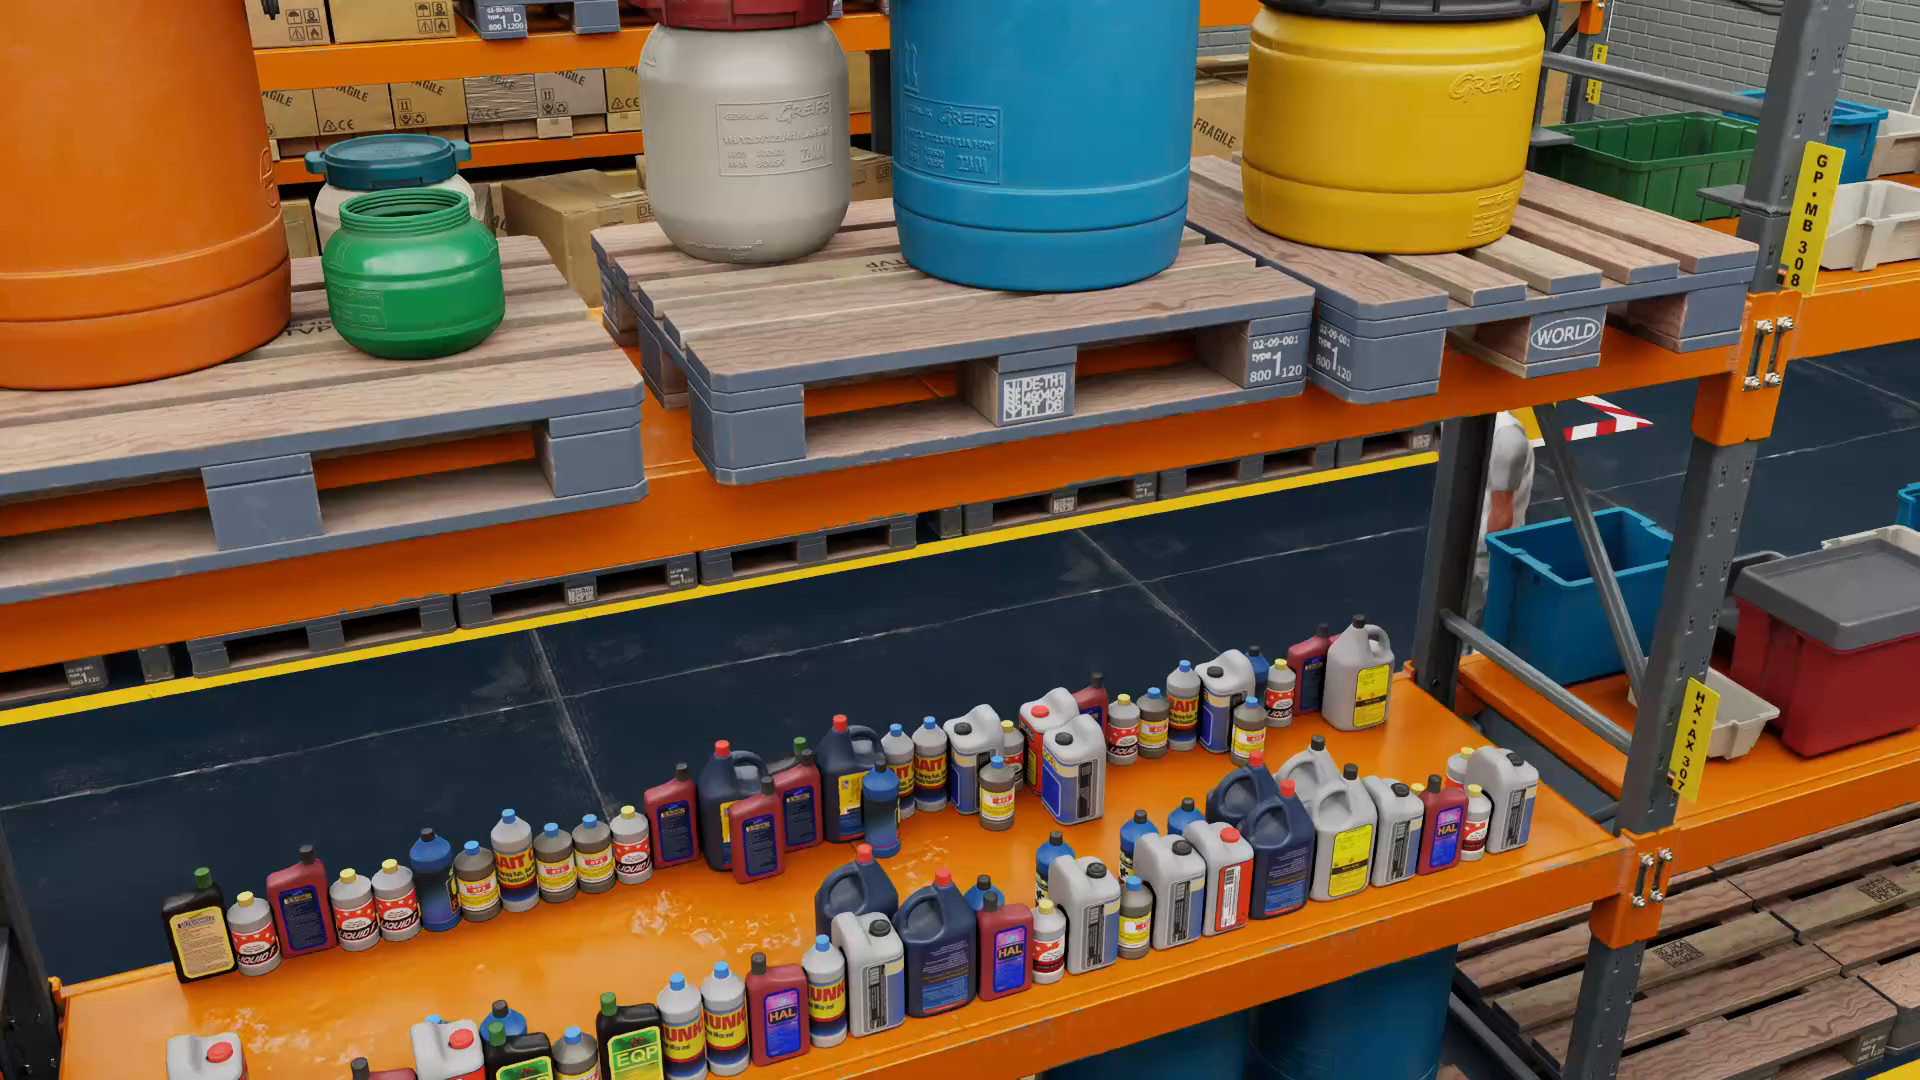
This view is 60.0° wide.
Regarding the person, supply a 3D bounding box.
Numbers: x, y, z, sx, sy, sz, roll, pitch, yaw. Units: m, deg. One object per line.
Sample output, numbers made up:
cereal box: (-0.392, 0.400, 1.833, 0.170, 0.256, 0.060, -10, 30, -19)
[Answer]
person: (2.239, -0.011, 7.054, 0.444, 1.793, 0.531, -8, 27, -16)
